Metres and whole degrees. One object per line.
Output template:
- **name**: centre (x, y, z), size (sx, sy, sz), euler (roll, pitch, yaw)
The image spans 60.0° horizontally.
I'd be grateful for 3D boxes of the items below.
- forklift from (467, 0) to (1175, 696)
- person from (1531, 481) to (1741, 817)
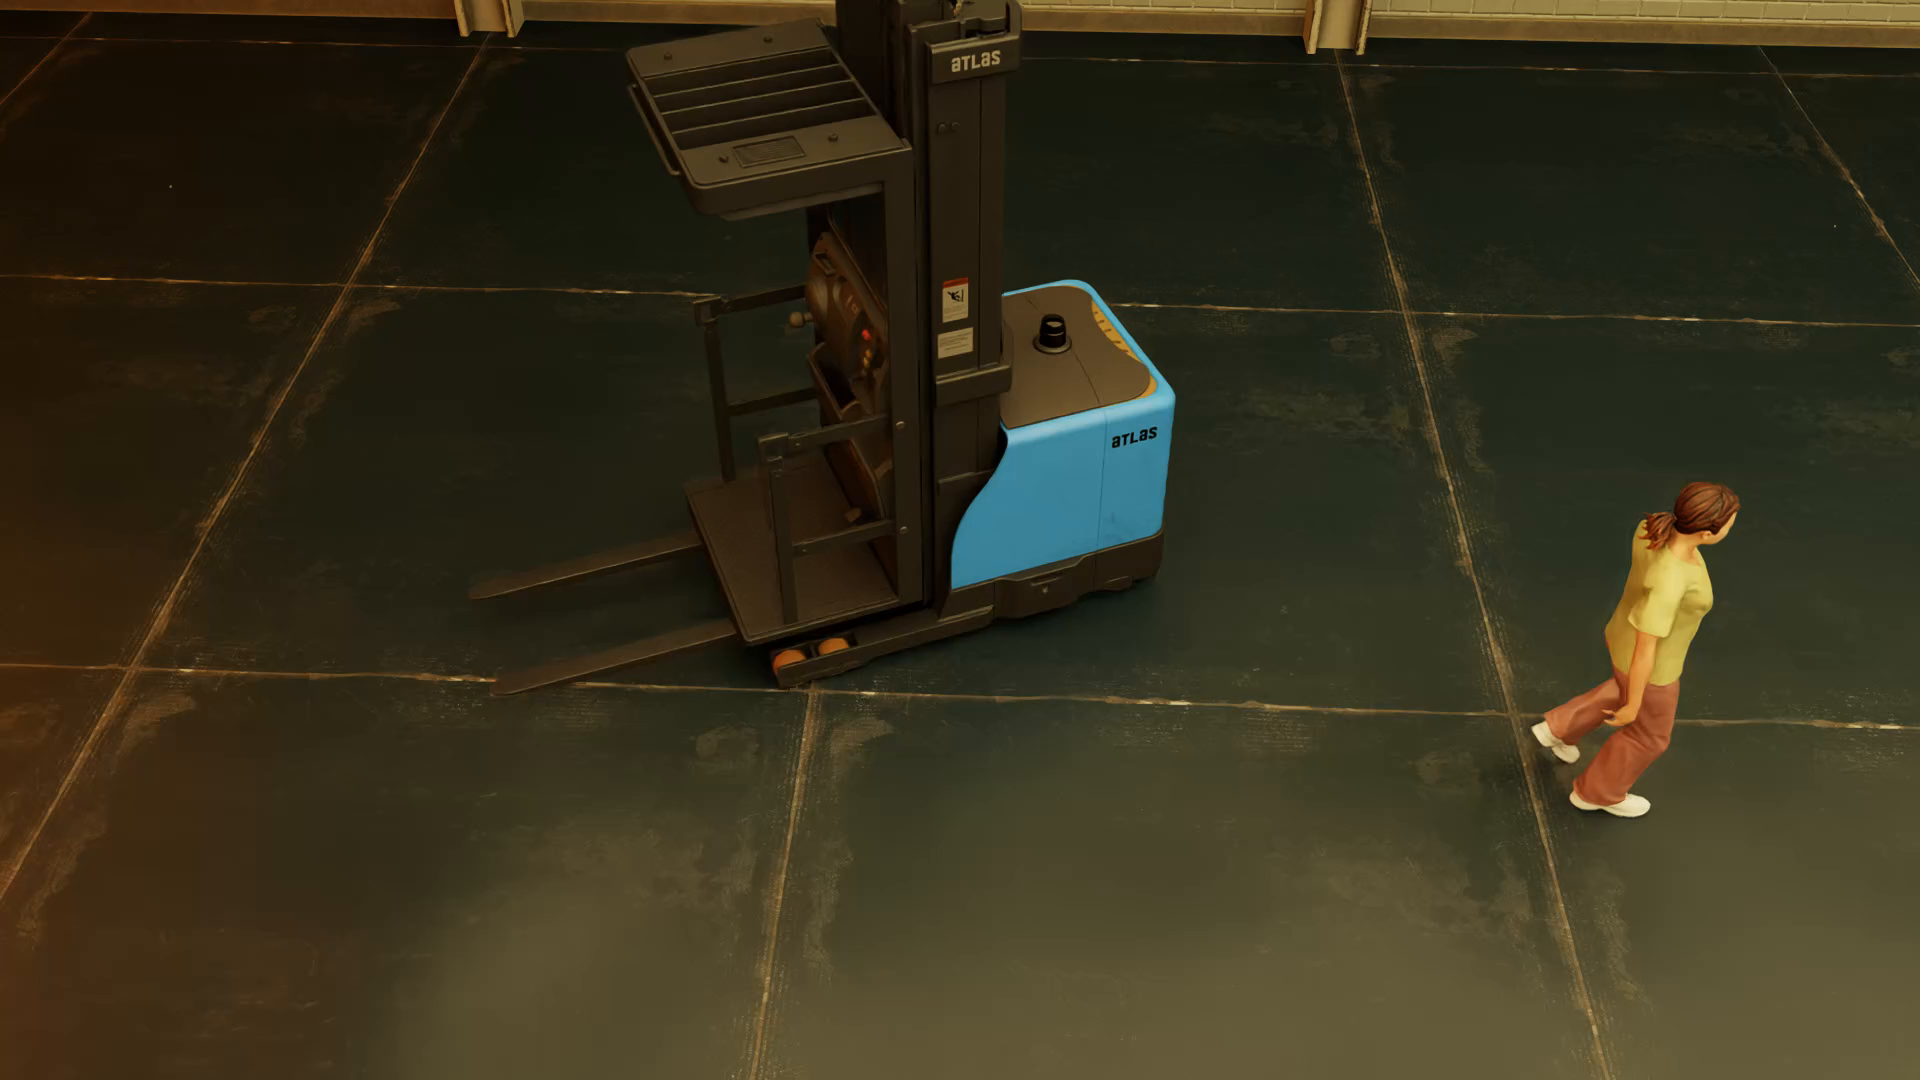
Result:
- **forklift**: centre (-0.643, -0.851, 6.674), size (3.031, 2.935, 1.130), euler (-15, 44, -15)
- **person**: centre (2.546, 0.417, 6.234), size (0.492, 1.656, 0.657), euler (3, 42, 4)
